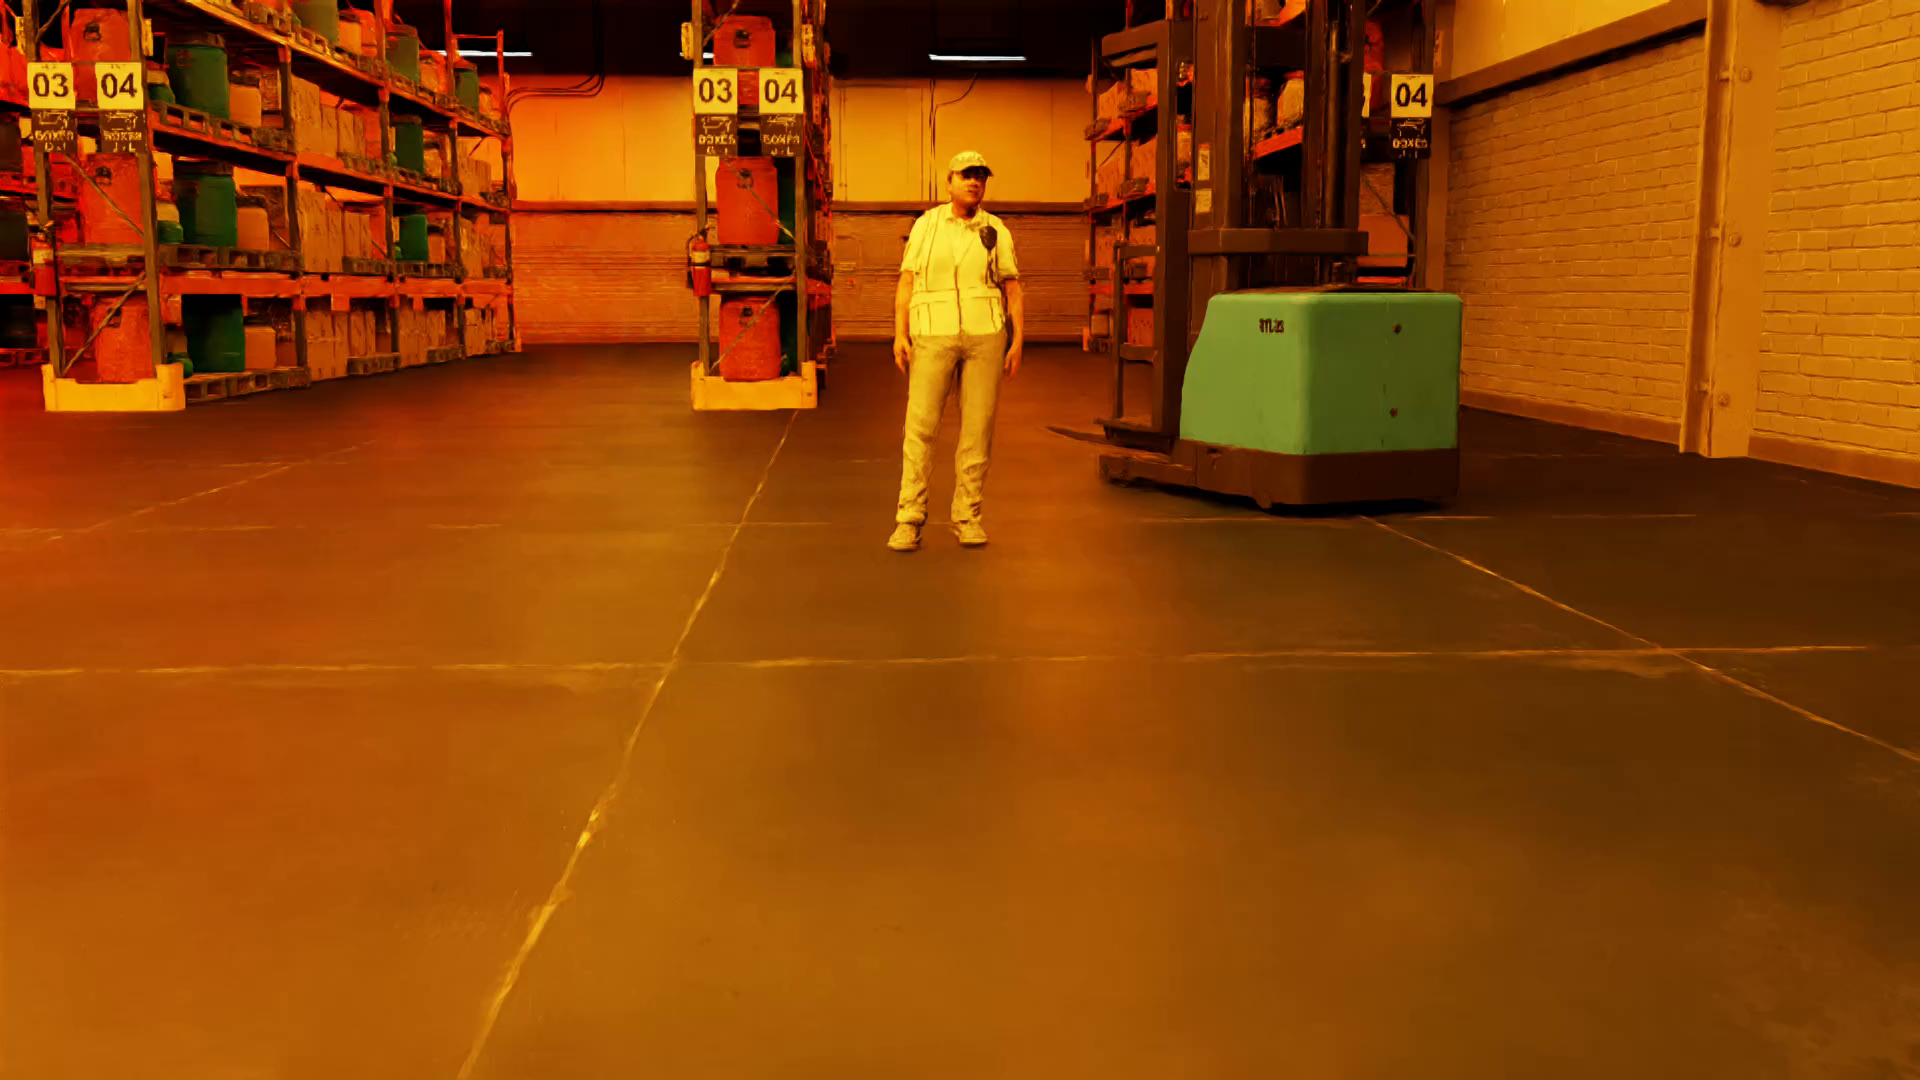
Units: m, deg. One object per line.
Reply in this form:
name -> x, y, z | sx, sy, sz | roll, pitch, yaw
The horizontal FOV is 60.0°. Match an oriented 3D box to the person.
person -> -0.018, -0.820, 7.109 | 0.598, 1.669, 0.529 | -1, 8, -4

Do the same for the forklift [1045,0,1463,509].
forklift -> 1.461, -1.778, 9.307 | 1.130, 2.935, 3.031 | -4, 9, -23
